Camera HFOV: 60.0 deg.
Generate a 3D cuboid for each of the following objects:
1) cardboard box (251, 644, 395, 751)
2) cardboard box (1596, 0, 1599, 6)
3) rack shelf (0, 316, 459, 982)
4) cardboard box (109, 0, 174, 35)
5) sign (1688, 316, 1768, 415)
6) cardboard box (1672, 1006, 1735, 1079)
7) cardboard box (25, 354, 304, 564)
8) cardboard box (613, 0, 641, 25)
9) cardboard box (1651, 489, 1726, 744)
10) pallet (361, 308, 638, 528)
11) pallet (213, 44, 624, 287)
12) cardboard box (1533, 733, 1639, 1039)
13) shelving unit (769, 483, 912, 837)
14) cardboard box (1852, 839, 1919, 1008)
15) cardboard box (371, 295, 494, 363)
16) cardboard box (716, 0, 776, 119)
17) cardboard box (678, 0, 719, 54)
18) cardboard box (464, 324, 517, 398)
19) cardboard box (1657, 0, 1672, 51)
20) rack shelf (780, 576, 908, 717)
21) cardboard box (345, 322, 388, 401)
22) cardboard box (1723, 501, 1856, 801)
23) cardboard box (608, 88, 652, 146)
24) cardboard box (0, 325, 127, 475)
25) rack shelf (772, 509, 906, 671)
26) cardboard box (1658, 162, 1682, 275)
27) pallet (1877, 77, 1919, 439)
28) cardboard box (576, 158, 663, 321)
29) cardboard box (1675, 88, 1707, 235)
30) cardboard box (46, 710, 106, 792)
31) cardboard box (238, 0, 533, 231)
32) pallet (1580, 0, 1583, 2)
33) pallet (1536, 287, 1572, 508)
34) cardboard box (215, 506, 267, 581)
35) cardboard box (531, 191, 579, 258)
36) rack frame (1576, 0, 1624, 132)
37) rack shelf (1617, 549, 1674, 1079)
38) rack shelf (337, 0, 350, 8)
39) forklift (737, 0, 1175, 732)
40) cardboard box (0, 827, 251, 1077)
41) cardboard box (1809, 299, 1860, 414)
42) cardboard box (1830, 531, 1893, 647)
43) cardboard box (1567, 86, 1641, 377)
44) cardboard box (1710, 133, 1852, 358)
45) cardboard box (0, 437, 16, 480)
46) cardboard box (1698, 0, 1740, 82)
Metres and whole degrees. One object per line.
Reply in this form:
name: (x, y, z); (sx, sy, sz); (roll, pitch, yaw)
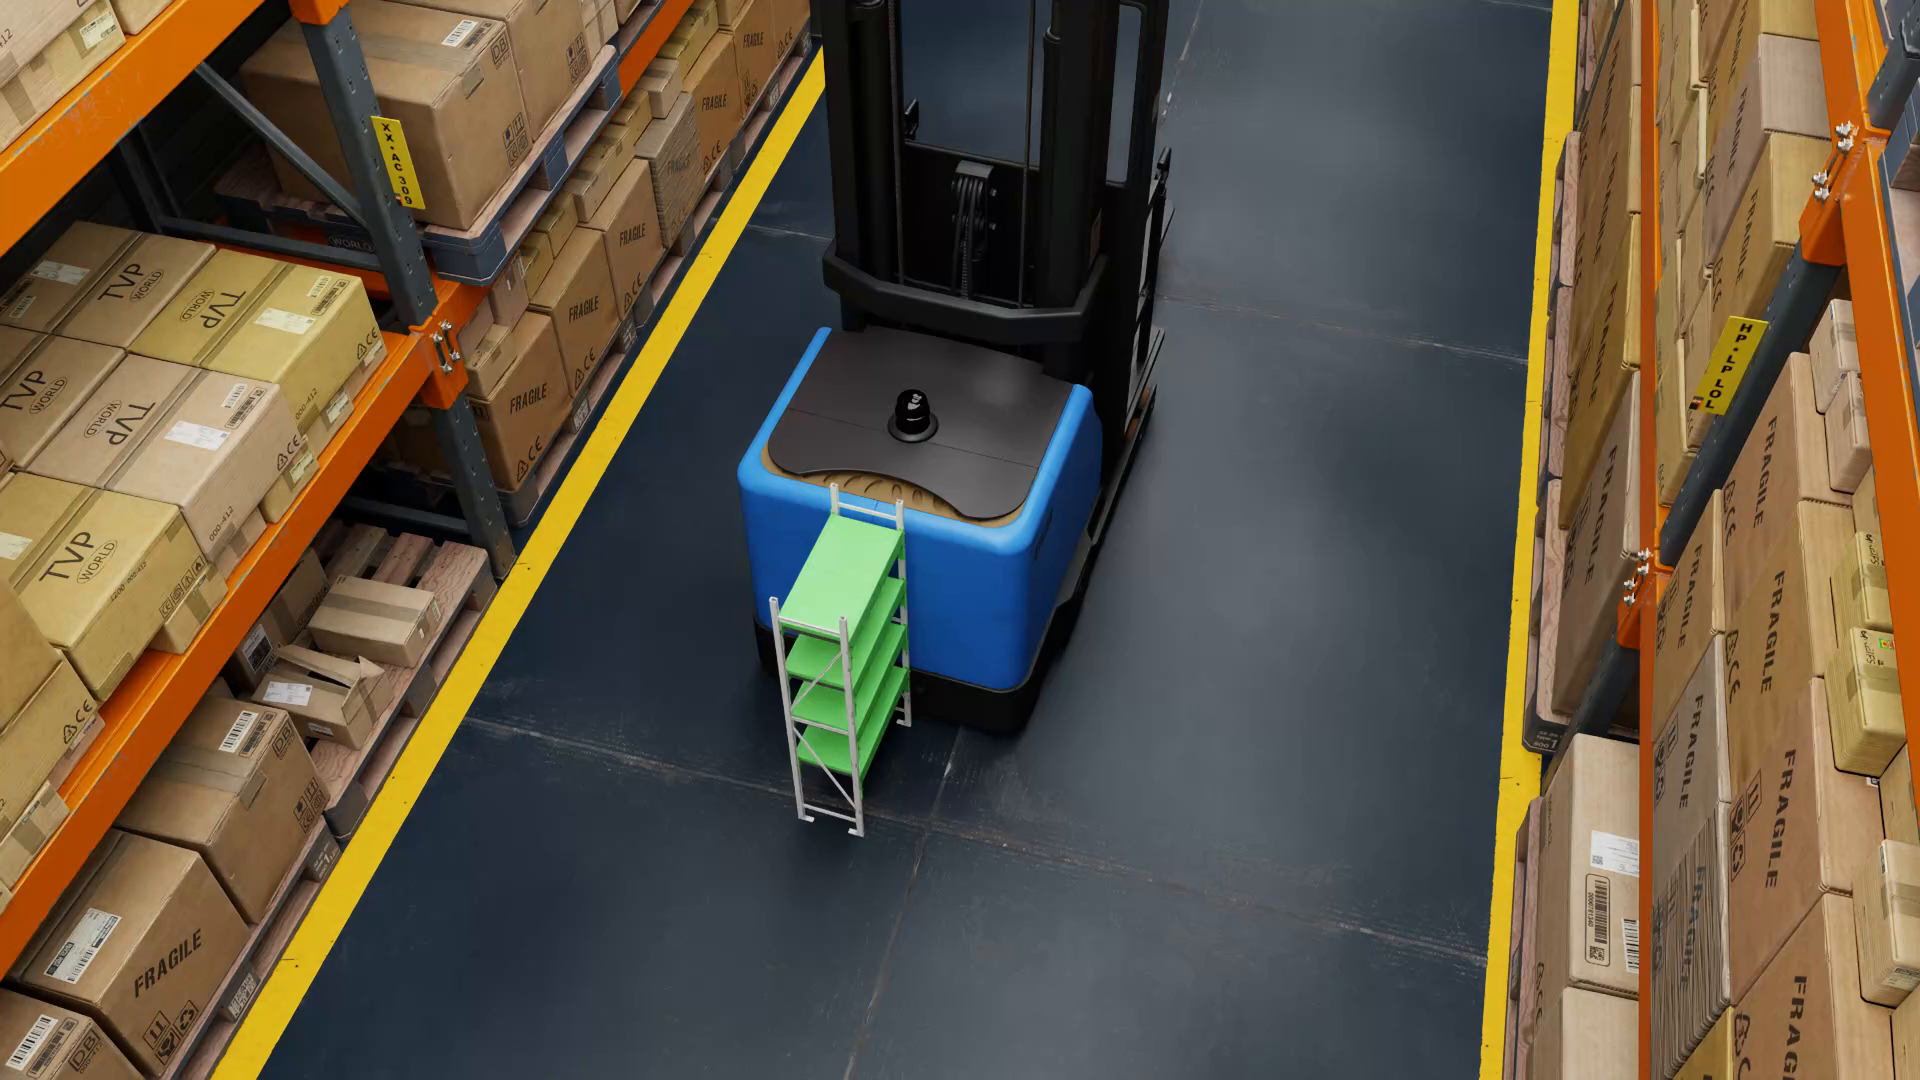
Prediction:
cardboard box: (-2.211, 0.513, 5.759); (0.396, 0.266, 0.258); (13, 50, 11)
cardboard box: (3.933, -3.100, 8.877); (0.950, 0.372, 0.625); (11, 49, 9)
rack shelf: (-2.781, 0.712, 4.519); (1.077, 0.370, 4.000); (12, 50, 10)
cardboard box: (-2.131, -1.387, 4.059); (0.380, 0.149, 0.250); (11, 50, 10)
sign: (2.009, -0.452, 4.348); (0.100, 0.325, 0.005); (12, 50, 10)
cardboard box: (1.750, 1.353, 3.407); (0.500, 0.500, 0.500); (13, 50, 11)
cardboard box: (-2.270, -0.239, 4.781); (0.500, 0.250, 0.500); (12, 50, 10)
cardboard box: (-1.568, -2.392, 6.433); (0.700, 0.500, 0.500); (11, 50, 10)
cardboard box: (2.159, 0.259, 4.373); (0.500, 0.500, 0.500); (13, 50, 11)
pallet: (-2.077, -0.645, 7.098); (1.003, 0.211, 1.213); (12, 50, 10)
pallet: (-1.939, -1.465, 6.089); (1.003, 0.211, 1.213); (12, 50, 10)
cardboard box: (2.267, 1.146, 5.085); (0.875, 0.438, 0.875); (11, 49, 9)
shelving unit: (-0.370, 0.425, 5.493); (0.258, 1.200, 0.503); (14, 50, 12)
cardboard box: (1.783, 0.701, 2.883); (0.380, 0.149, 0.250); (12, 50, 10)
cardboard box: (-1.962, -0.816, 6.145); (0.380, 0.149, 0.250); (11, 49, 9)
cardboard box: (-1.247, -2.469, 8.235); (0.500, 0.500, 0.500); (11, 49, 9)
cardboard box: (-1.354, -2.418, 7.756); (0.380, 0.149, 0.250); (13, 50, 11)
cardboard box: (-1.903, -0.706, 6.246); (0.380, 0.149, 0.250); (14, 50, 12)
cardboard box: (3.099, -2.160, 6.675); (0.500, 0.250, 0.500); (10, 49, 9)
rack shelf: (-0.370, 0.309, 5.361); (0.258, 0.148, 0.480); (14, 50, 12)
cardboard box: (-2.094, -0.609, 5.373); (0.380, 0.149, 0.250); (12, 50, 11)
cardboard box: (2.037, 0.301, 3.669); (0.500, 0.500, 0.500); (11, 49, 10)
cardboard box: (-1.577, -1.864, 7.267); (0.380, 0.149, 0.250); (12, 50, 10)
cardboard box: (-2.770, -0.352, 4.881); (0.500, 0.250, 0.500); (11, 50, 10)
rack shelf: (-0.370, 0.150, 5.181); (0.258, 0.148, 0.480); (14, 50, 12)
cardboard box: (2.697, -1.049, 5.694); (0.500, 0.250, 0.500); (10, 49, 9)
pallet: (2.310, -0.369, 3.052); (1.003, 0.211, 1.213); (12, 50, 10)
cardboard box: (-1.644, -1.337, 7.235); (0.500, 0.500, 0.500); (10, 49, 9)
cardboard box: (2.672, -1.217, 5.509); (0.500, 0.250, 0.500); (13, 50, 11)
cardboard box: (-2.518, 0.504, 4.391); (0.380, 0.149, 0.250); (11, 50, 10)
cardboard box: (-1.911, -1.450, 5.601); (0.700, 0.500, 0.500); (13, 50, 11)
pallet: (4.118, -3.411, 9.538); (1.003, 0.211, 1.213); (12, 50, 10)
pallet: (2.985, -0.531, 6.997); (1.003, 0.211, 1.213); (12, 50, 10)
cardboard box: (-2.282, -0.039, 4.870); (0.380, 0.149, 0.250); (13, 50, 11)
cardboard box: (-1.789, -1.310, 6.779); (0.380, 0.149, 0.250); (11, 49, 9)
rack frame: (3.588, -2.889, 7.218); (1.000, 3.000, 0.127); (12, 50, 10)
rack shelf: (2.009, 1.689, 3.657); (1.077, 0.370, 4.000); (12, 50, 10)
rack shelf: (-1.728, -3.173, 5.948); (1.077, 0.370, 4.000); (12, 50, 10)
forklift: (0.198, -1.413, 5.961); (1.130, 2.935, 3.031); (14, 50, 12)
cardboard box: (-2.556, 1.212, 4.986); (0.500, 0.500, 0.500); (12, 50, 11)
cardboard box: (2.202, -0.397, 3.852); (0.380, 0.149, 0.250); (11, 49, 9)
cardboard box: (1.999, 0.153, 3.367); (0.380, 0.149, 0.250); (11, 50, 10)
cardboard box: (3.087, -1.197, 6.862); (0.875, 0.875, 0.875); (12, 50, 10)
cardboard box: (2.411, -0.732, 4.581); (0.500, 0.500, 0.500); (13, 50, 11)
cardboard box: (-2.903, -0.245, 4.286); (0.500, 0.500, 0.500); (10, 49, 9)
cardboard box: (2.814, -1.848, 5.566); (0.500, 0.500, 0.500); (12, 50, 11)
